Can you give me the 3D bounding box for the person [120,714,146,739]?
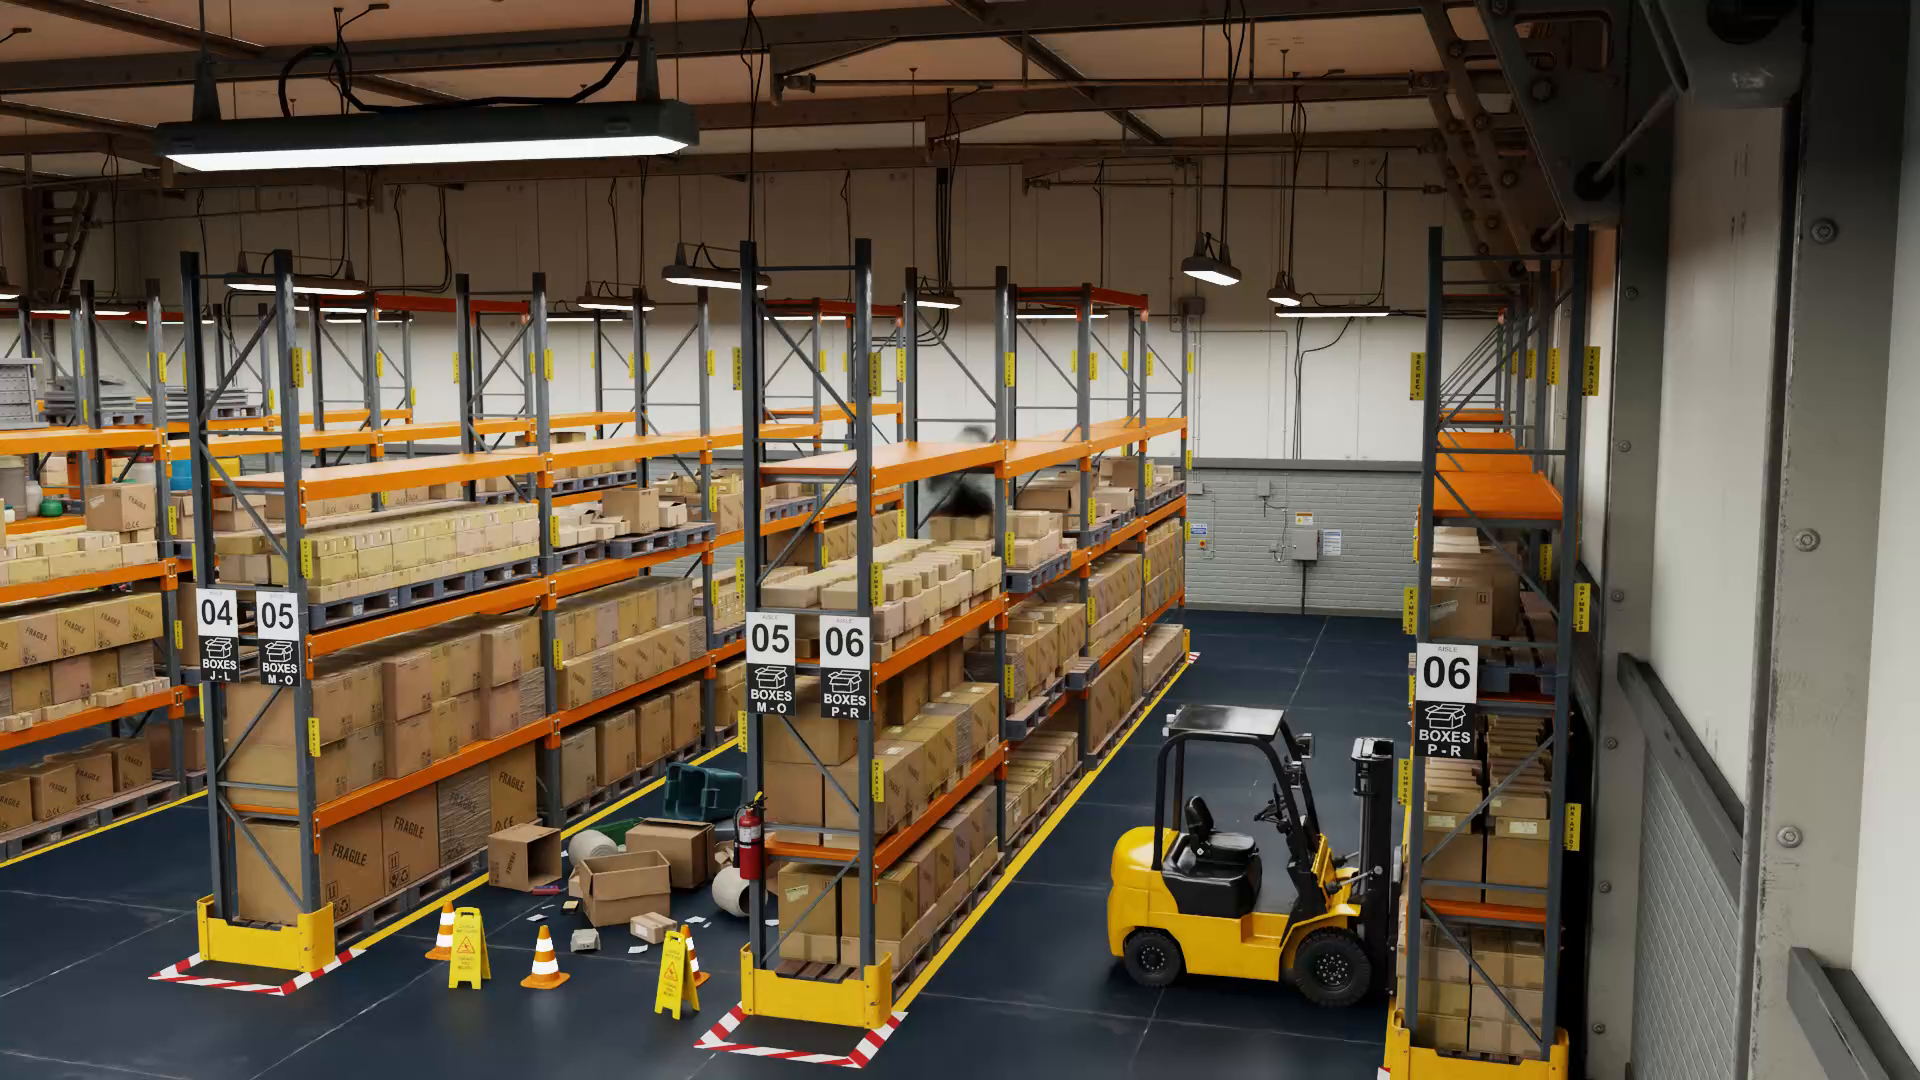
[{"bbox_3d":[-10.761,1.894,21.453,0.671,1.777,0.675,2,7,16],"label":"person"}]
